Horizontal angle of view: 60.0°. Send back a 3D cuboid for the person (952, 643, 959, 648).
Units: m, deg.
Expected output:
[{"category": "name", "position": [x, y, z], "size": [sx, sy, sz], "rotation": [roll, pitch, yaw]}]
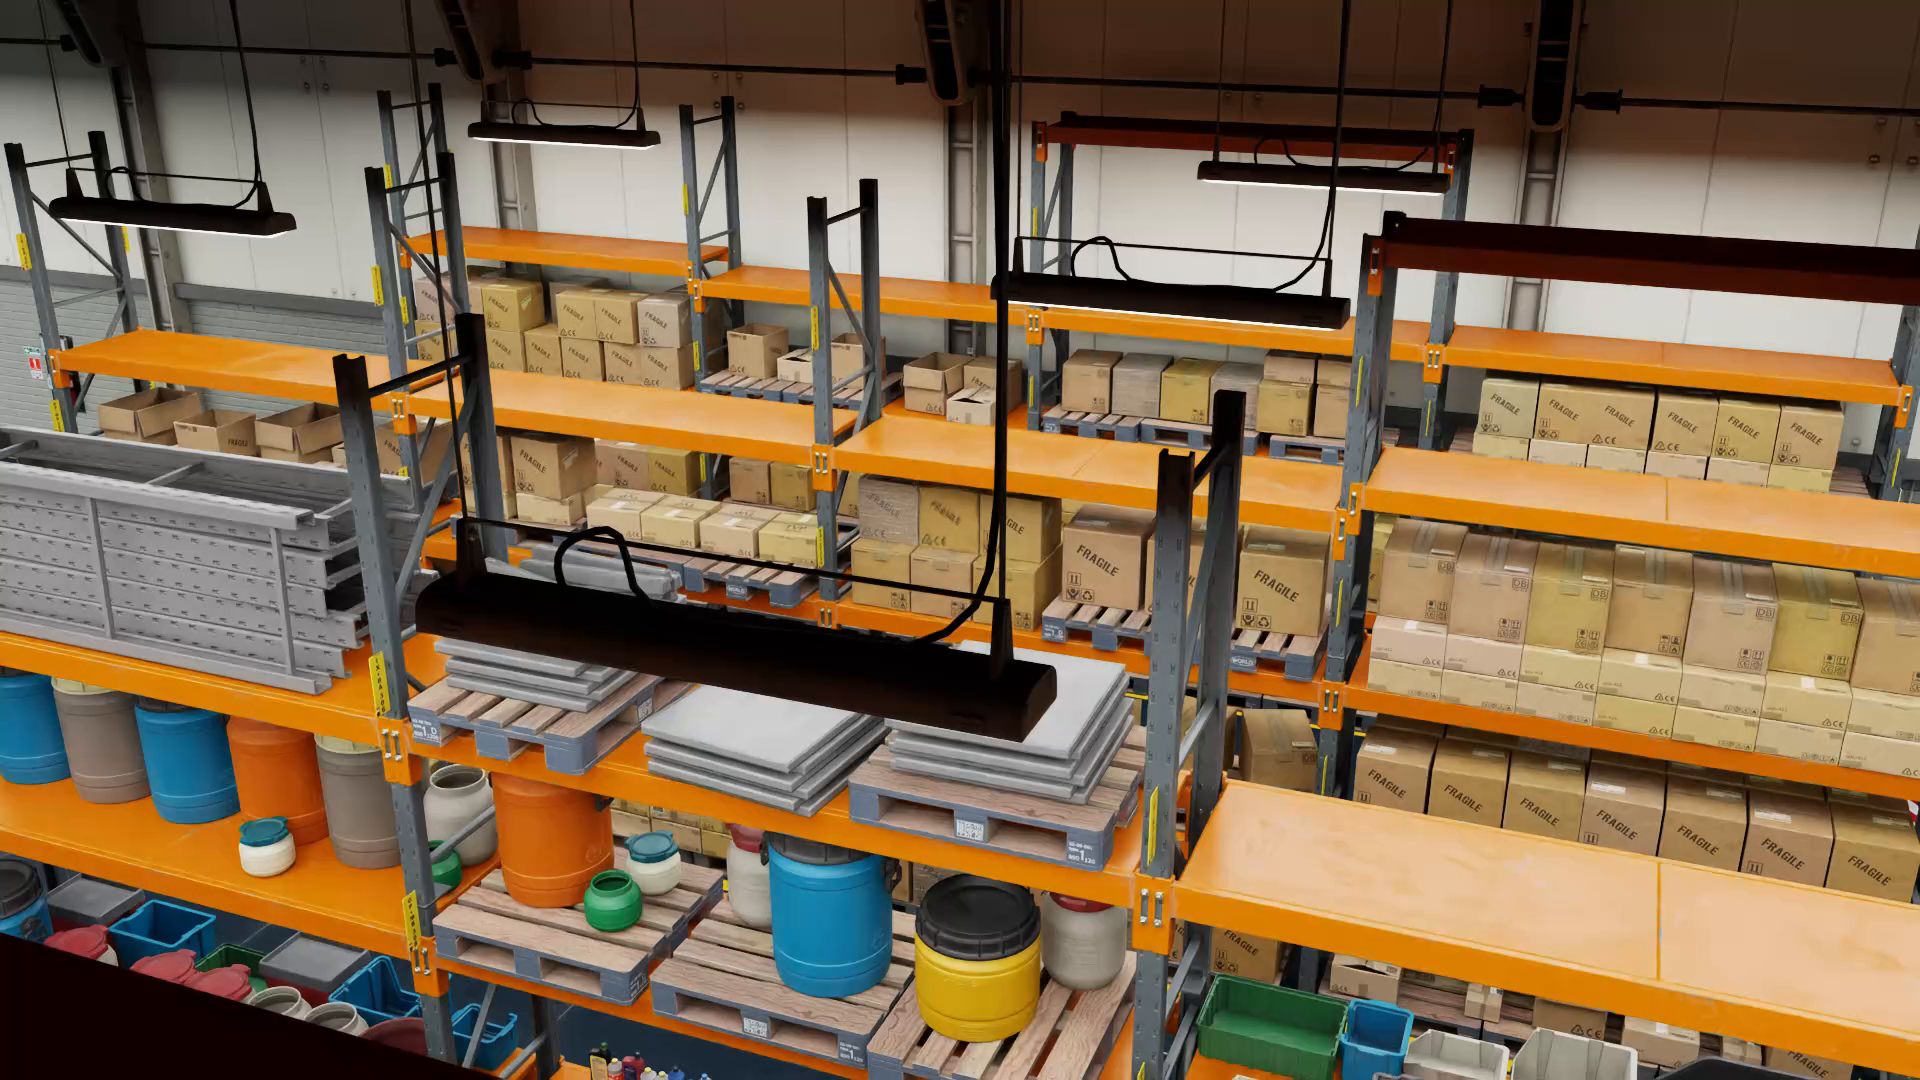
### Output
[{"category": "person", "position": [-0.005, 1.250, 16.714], "size": [1.105, 1.690, 0.547], "rotation": [1, 21, 4]}]
